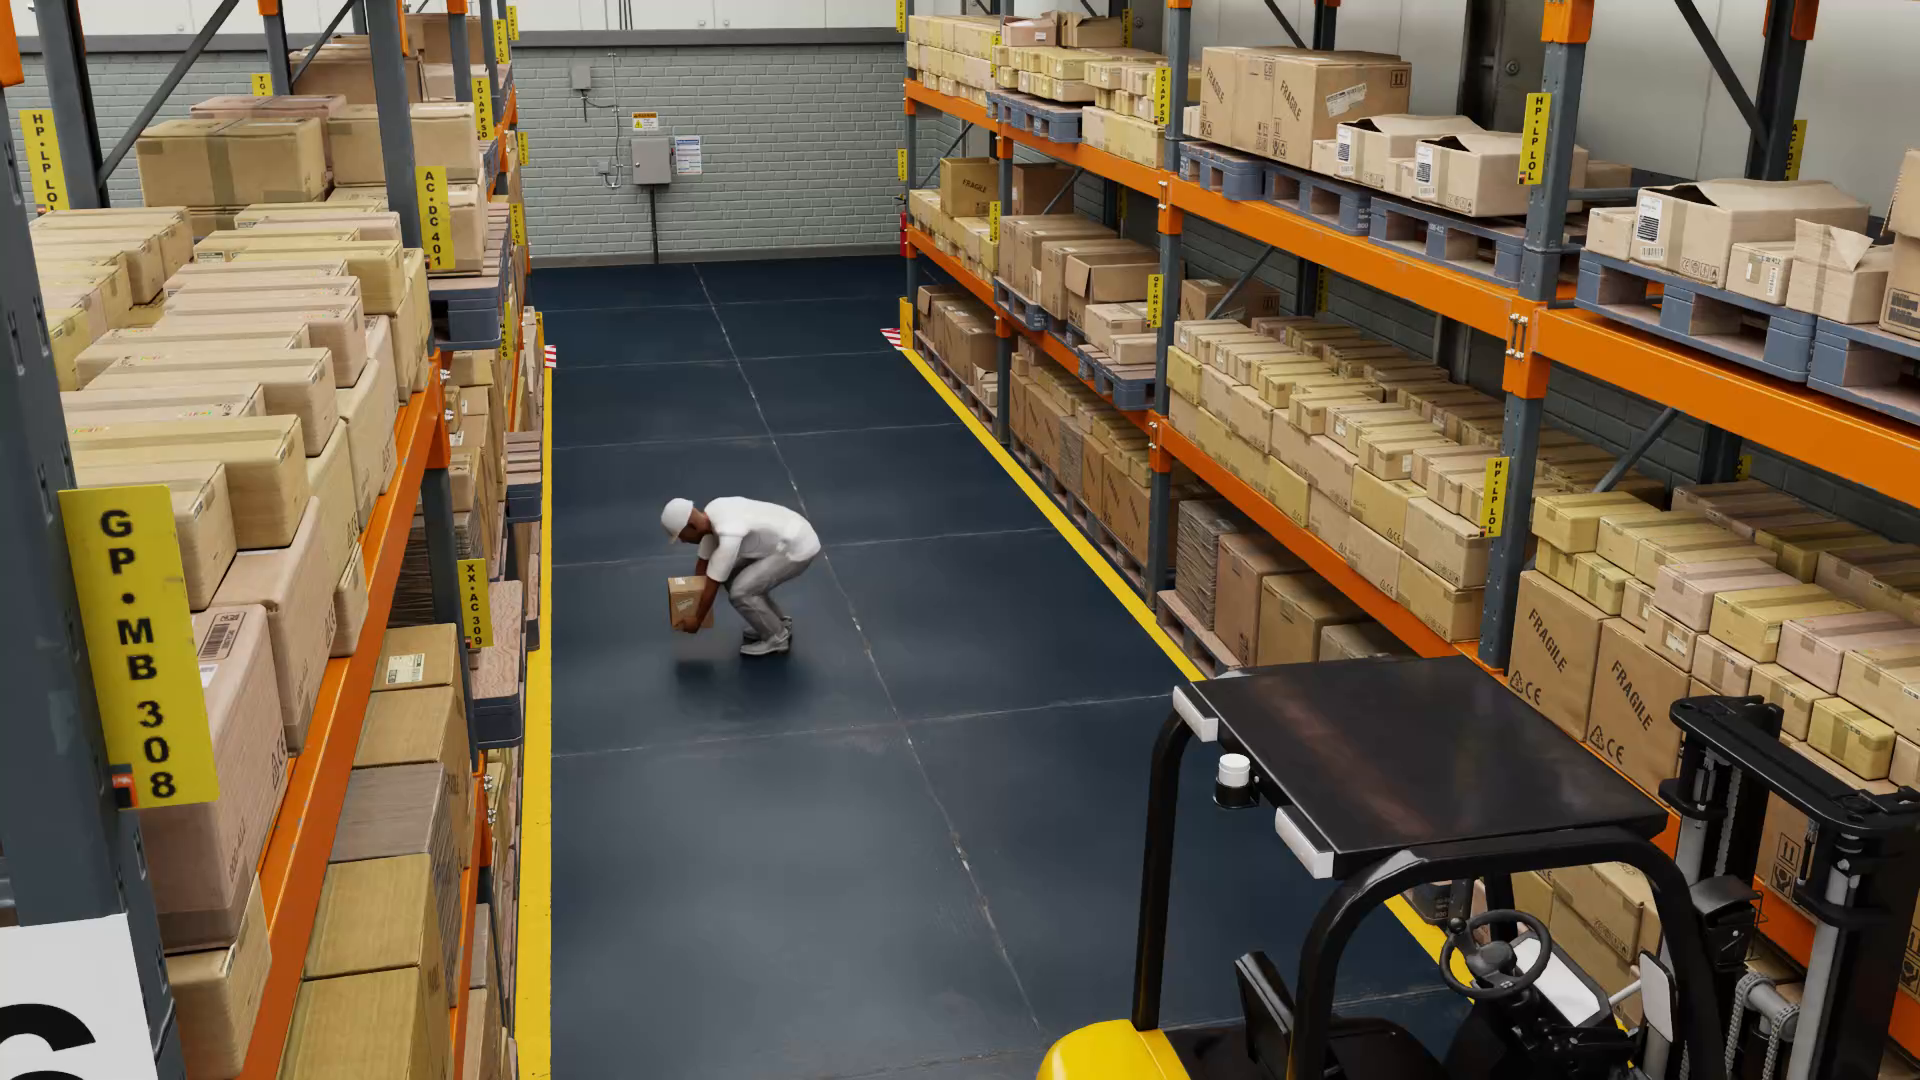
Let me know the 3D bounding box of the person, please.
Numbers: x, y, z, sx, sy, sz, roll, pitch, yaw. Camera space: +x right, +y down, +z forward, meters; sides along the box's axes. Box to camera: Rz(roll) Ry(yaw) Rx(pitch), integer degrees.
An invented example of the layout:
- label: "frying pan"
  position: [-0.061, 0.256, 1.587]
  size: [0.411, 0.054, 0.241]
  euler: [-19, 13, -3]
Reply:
- label: "person"
  position: [-1.320, 0.196, 10.119]
  size: [0.946, 1.009, 0.529]
  euler: [-5, 20, -14]
